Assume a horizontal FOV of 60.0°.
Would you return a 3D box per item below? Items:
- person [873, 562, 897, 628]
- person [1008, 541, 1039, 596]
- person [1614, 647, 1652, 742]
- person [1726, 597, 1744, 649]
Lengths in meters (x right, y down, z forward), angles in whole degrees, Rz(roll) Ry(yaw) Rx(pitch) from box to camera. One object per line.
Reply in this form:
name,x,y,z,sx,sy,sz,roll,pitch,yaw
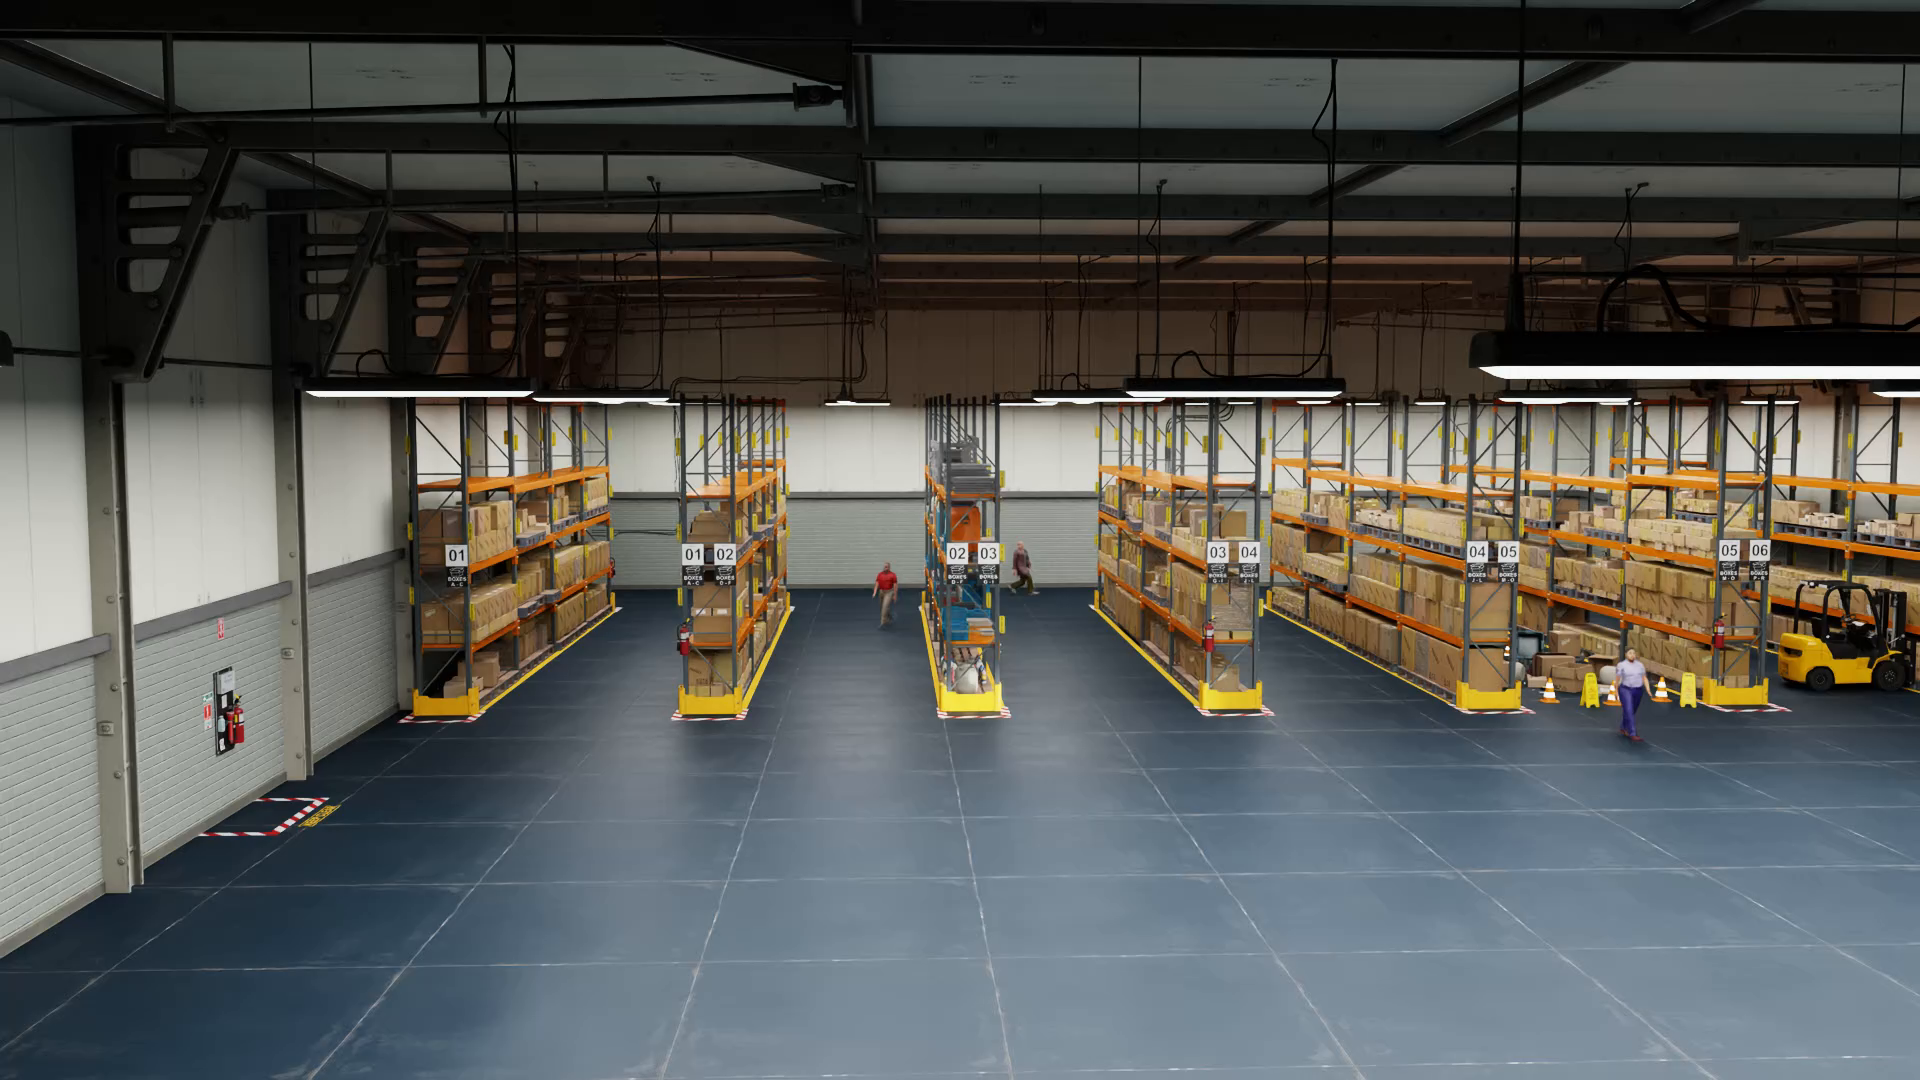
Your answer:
person,-1.933,1.423,43.579,0.546,1.673,1.012,2,5,26
person,1.942,0.857,51.077,1.117,1.667,0.539,2,5,28
person,11.606,2.642,28.634,0.505,1.593,0.982,-1,5,-7
person,18.182,1.810,39.004,0.461,1.644,0.538,-2,5,-20
